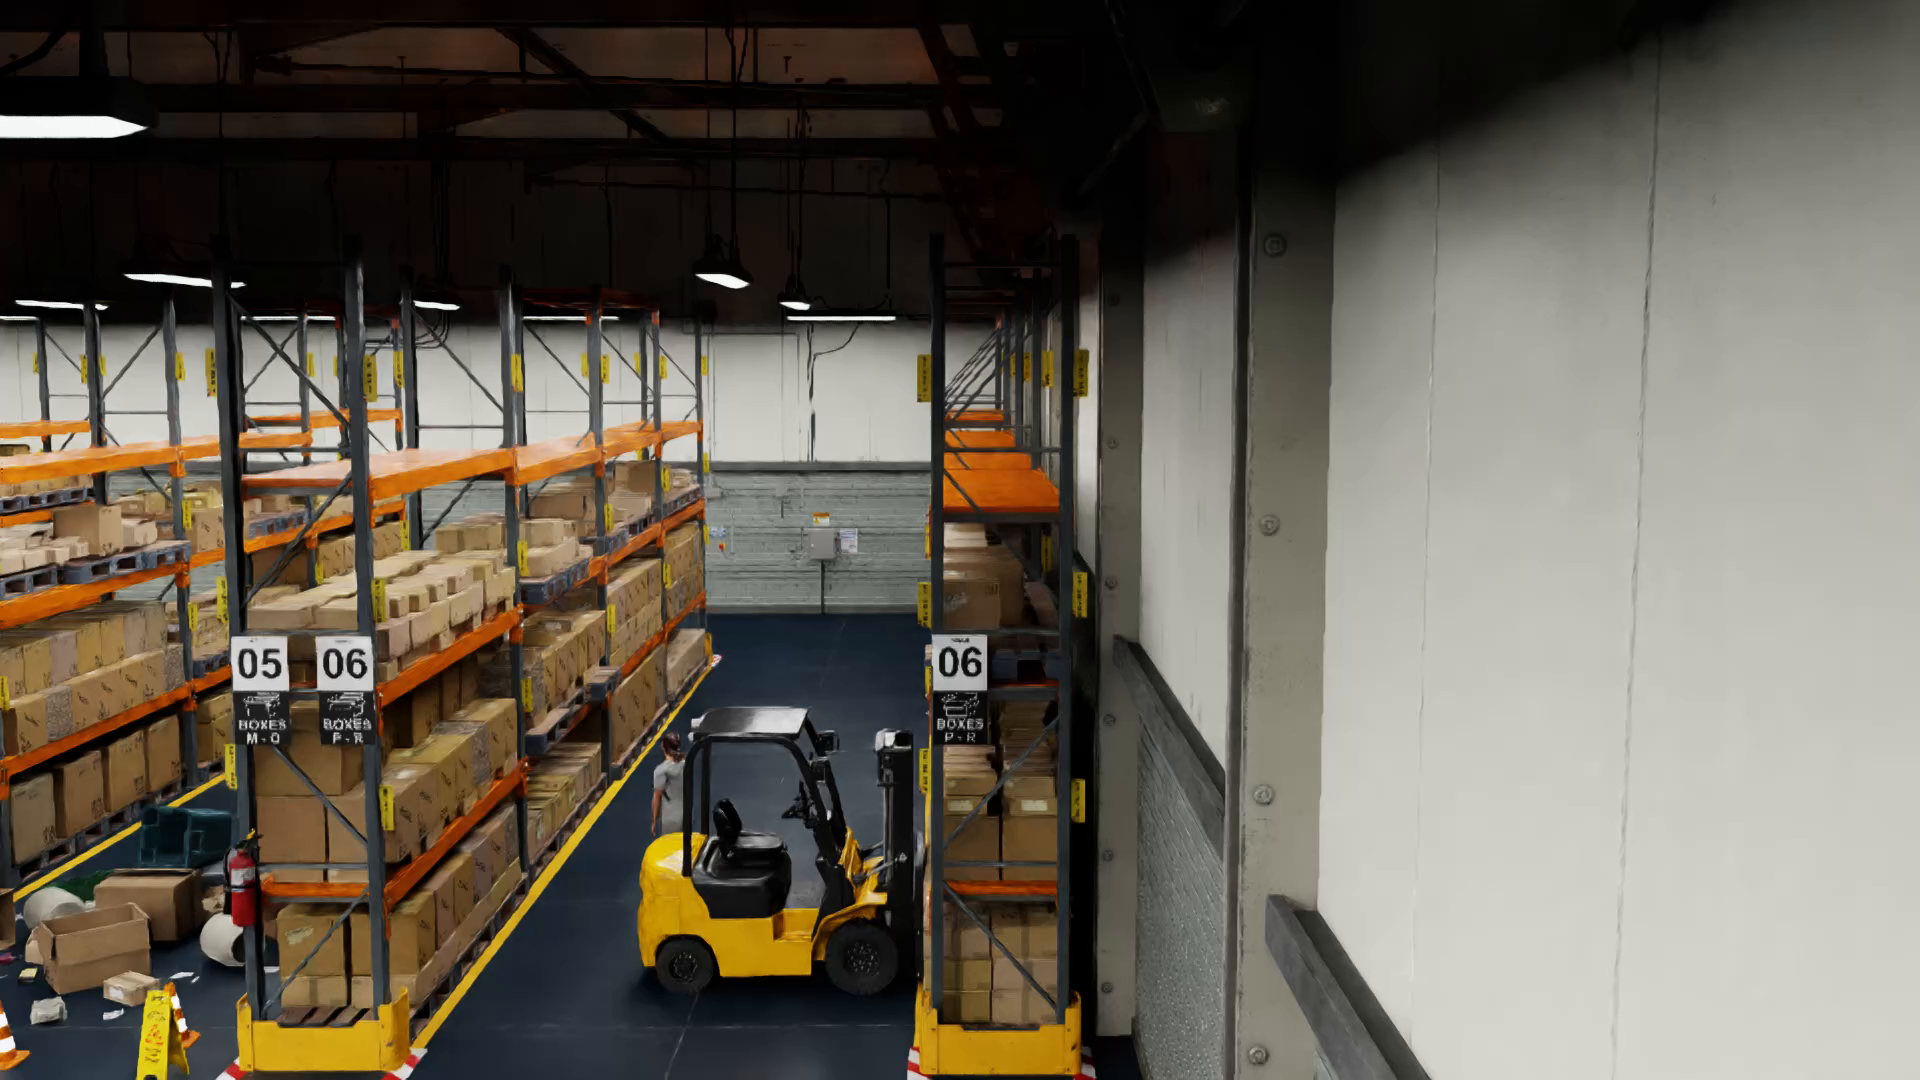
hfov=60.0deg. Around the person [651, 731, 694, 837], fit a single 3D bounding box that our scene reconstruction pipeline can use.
[{"bbox_3d":[-2.711,2.603,15.586,0.569,1.668,0.563,4,7,30],"label":"person"}]
